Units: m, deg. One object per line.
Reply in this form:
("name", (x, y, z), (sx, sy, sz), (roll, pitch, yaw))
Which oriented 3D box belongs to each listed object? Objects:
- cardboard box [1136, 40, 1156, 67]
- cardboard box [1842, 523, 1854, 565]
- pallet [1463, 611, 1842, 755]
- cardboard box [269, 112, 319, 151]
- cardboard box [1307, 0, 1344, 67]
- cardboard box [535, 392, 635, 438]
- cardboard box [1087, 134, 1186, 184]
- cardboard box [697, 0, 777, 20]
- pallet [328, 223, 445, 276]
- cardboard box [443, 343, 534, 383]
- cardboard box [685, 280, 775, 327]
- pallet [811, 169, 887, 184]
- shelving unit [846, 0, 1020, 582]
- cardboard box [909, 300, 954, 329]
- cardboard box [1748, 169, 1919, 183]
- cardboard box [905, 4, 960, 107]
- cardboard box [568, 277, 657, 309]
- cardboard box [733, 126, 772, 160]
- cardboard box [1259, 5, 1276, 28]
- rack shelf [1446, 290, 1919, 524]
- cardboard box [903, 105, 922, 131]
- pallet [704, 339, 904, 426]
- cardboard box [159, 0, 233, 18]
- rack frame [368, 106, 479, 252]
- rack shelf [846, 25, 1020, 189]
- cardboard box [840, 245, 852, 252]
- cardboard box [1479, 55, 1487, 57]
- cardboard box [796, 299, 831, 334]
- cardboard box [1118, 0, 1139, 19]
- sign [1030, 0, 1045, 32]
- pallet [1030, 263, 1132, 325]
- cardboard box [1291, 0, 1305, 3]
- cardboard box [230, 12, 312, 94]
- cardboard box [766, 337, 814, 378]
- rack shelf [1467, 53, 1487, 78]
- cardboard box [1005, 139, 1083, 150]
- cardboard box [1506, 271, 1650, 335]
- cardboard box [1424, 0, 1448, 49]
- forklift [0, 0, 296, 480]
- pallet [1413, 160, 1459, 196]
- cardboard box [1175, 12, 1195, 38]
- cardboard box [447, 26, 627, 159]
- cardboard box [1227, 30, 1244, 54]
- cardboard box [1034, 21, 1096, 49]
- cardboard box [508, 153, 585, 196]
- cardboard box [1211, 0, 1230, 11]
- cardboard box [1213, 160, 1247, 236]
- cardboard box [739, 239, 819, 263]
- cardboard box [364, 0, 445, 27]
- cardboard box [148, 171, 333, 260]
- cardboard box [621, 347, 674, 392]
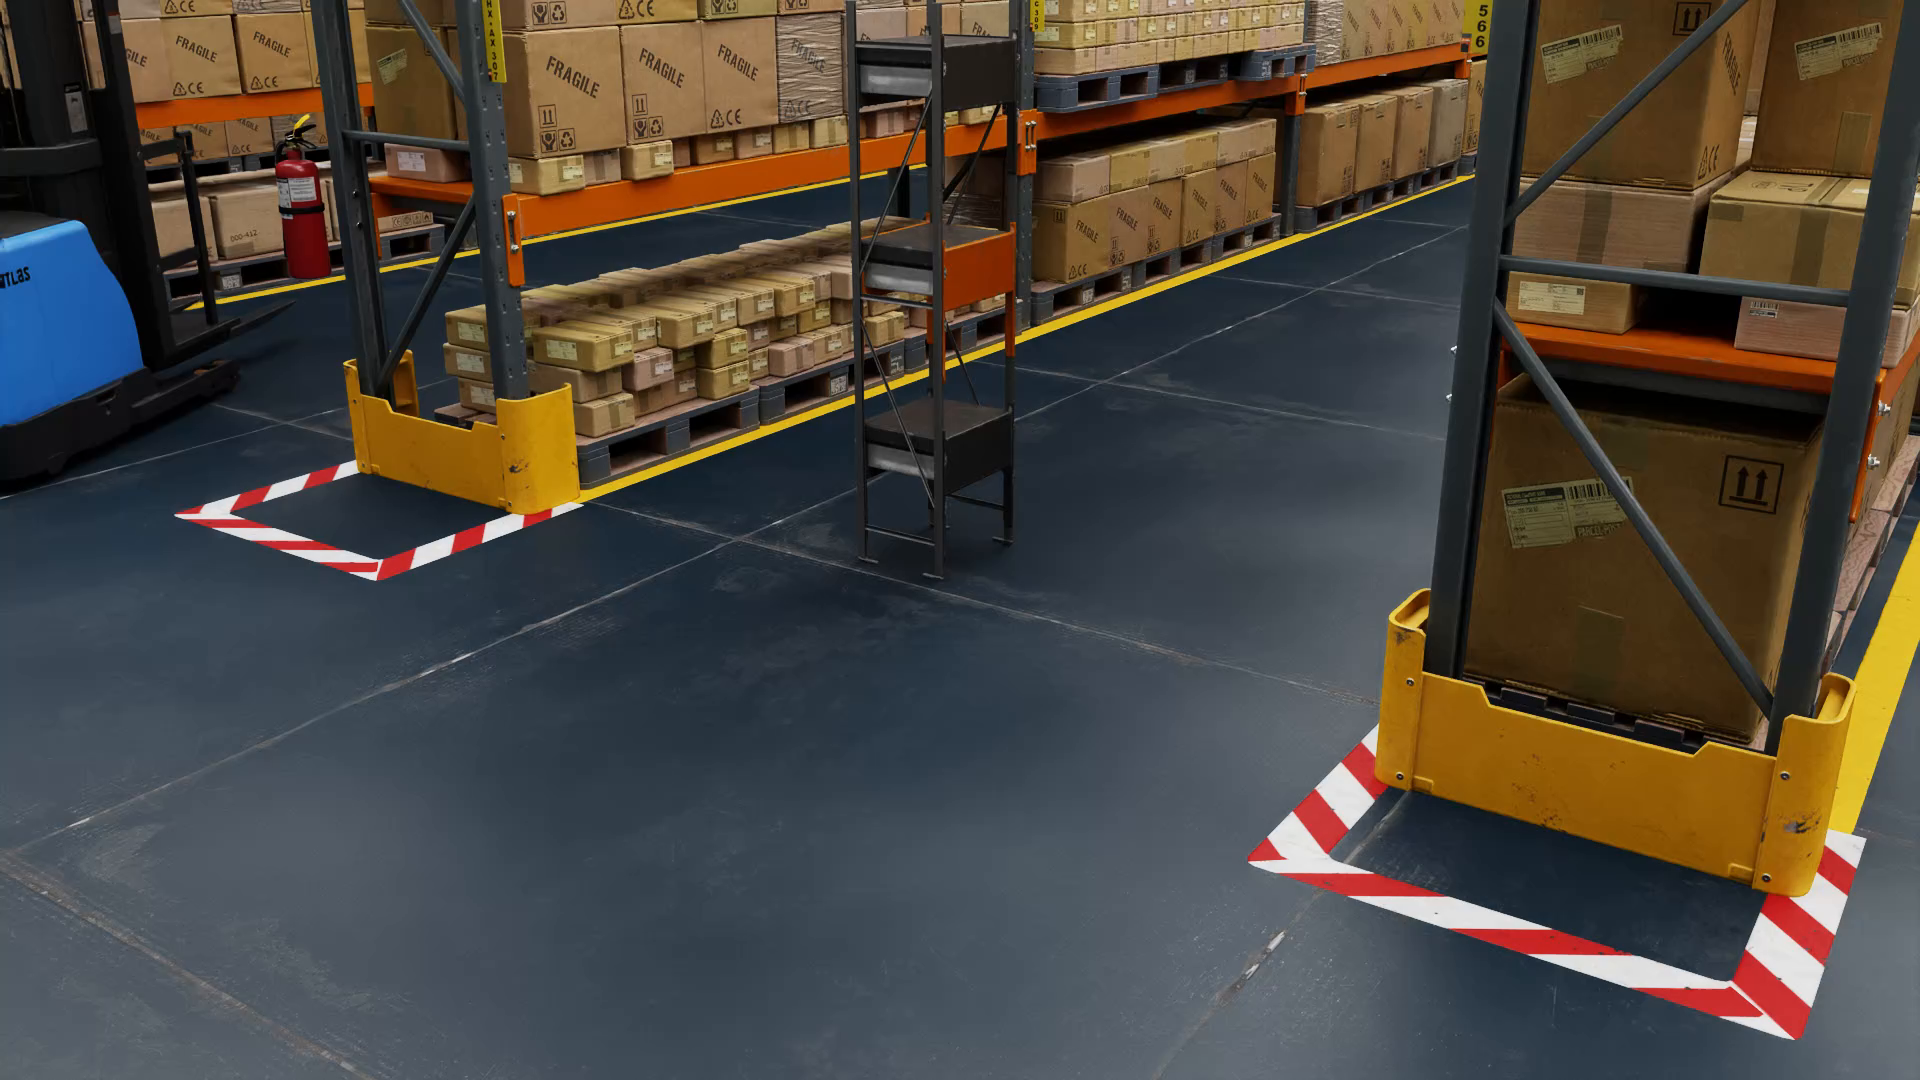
("cardboard box", (1.028, -3.118, 10.627), (0.380, 0.149, 0.250), (14, 24, 32))
("cardboard box", (2.591, -0.309, 5.733), (0.875, 0.875, 0.875), (13, 24, 32))
("pallet", (2.171, 0.415, 5.338), (1.003, 0.211, 1.213), (13, 24, 32))
("cardboard box", (-6.939, -4.259, 16.954), (0.500, 0.500, 0.500), (12, 24, 30))
("cardboard box", (2.713, -4.063, 13.280), (0.500, 0.500, 0.500), (14, 24, 32))
("cardboard box", (-1.700, -0.592, 7.546), (0.380, 0.149, 0.250), (14, 24, 33))
("cardboard box", (1.211, -2.627, 11.461), (0.500, 0.250, 0.500), (14, 25, 34))
("cardboard box", (-1.198, -2.668, 7.639), (0.500, 0.500, 0.500), (13, 24, 31))
("pallet", (-4.654, -2.218, 12.456), (1.003, 0.211, 1.213), (13, 24, 32))
("cardboard box", (-2.199, -0.851, 7.816), (0.380, 0.149, 0.250), (13, 24, 30))
("cardboard box", (-1.146, -1.182, 8.283), (0.380, 0.149, 0.250), (14, 25, 34))
("pallet", (-1.473, -3.792, 16.712), (1.003, 0.211, 1.213), (13, 24, 32))
("shelving unit", (-0.093, -0.937, 6.272), (0.431, 2.100, 0.503), (13, 24, 32))
("cardboard box", (-0.260, -1.326, 9.530), (0.380, 0.149, 0.250), (12, 24, 30))
("cardboard box", (2.566, -0.953, 4.804), (0.500, 0.250, 0.500), (13, 24, 31))
("cardboard box", (-0.342, -2.636, 8.994), (0.500, 0.500, 0.500), (13, 24, 30))
("cardboard box", (-1.744, -1.206, 8.349), (0.380, 0.149, 0.250), (12, 24, 30))
("cardboard box", (-1.135, -1.943, 8.055), (0.380, 0.149, 0.250), (13, 24, 31))
("cardboard box", (2.042, -3.775, 11.974), (0.380, 0.149, 0.250), (14, 24, 33))
("rack shelf", (2.910, -0.884, 5.869), (1.077, 0.370, 4.000), (13, 24, 32))
("cardboard box", (-0.434, -2.326, 9.091), (0.380, 0.149, 0.250), (13, 24, 30))
("pallet", (-1.044, -0.933, 8.983), (1.003, 0.211, 1.213), (13, 24, 32))
("cardboard box", (-5.058, -3.621, 10.644), (0.500, 0.500, 0.500), (13, 24, 32))
("rack frame", (-4.162, -3.728, 12.520), (1.000, 3.000, 0.127), (13, 24, 32))
("rack shelf", (-0.093, -1.581, 6.034), (0.431, 0.518, 0.480), (13, 24, 32))
("cardboard box", (-0.451, -1.565, 9.318), (0.380, 0.149, 0.250), (14, 25, 34))
("cardboard box", (5.401, -4.714, 17.642), (0.875, 0.875, 0.875), (13, 24, 32))
("cardboard box", (-0.905, -1.208, 8.781), (0.380, 0.149, 0.250), (15, 25, 34))
("cardboard box", (0.889, -3.328, 10.337), (0.380, 0.149, 0.250), (14, 24, 32))
("sign", (0.442, -3.094, 9.559), (0.100, 0.325, 0.005), (13, 24, 32))
("pallet", (0.426, -1.708, 11.078), (1.003, 0.211, 1.213), (13, 24, 32))
("cardboard box", (2.341, -4.068, 12.337), (0.380, 0.149, 0.250), (12, 24, 30))
("cardboard box", (-4.766, -3.296, 11.209), (0.500, 0.500, 0.500), (13, 24, 31))
("cardboard box", (-0.976, -0.954, 8.524), (0.380, 0.149, 0.250), (12, 23, 29))
("rack shelf", (5.610, -5.324, 17.871), (1.077, 0.370, 4.000), (13, 24, 32))
("cardboard box", (0.499, -2.576, 11.322), (0.500, 0.250, 0.500), (15, 25, 34))
("cardboard box", (1.714, -0.697, 4.686), (0.380, 0.149, 0.250), (14, 24, 33))
("cardboard box", (4.130, -4.787, 15.240), (0.500, 0.500, 0.500), (13, 24, 31))
("forklift", (-4.478, -2.105, 8.232), (1.130, 2.935, 3.031), (2, 20, 5))
("pallet", (4.115, -3.543, 16.040), (1.003, 0.211, 1.213), (13, 24, 32))
("cardboard box", (1.324, -3.411, 10.992), (0.380, 0.149, 0.250), (13, 24, 31))
("cardboard box", (-1.779, -1.906, 7.020), (0.500, 0.500, 0.500), (15, 25, 34))
("cardboard box", (1.762, -3.494, 11.645), (0.380, 0.149, 0.250), (12, 23, 29))
("cardboard box", (0.591, -3.034, 9.971), (0.380, 0.149, 0.250), (14, 24, 33))
("cardboard box", (-1.806, -1.555, 7.008), (0.380, 0.149, 0.250), (13, 24, 31))
("cardboard box", (1.613, -3.697, 11.336), (0.380, 0.149, 0.250), (15, 25, 34))
("cardboard box", (1.789, -2.576, 12.404), (0.500, 0.500, 0.500), (14, 25, 34))
("cardboard box", (-1.020, -1.586, 9.376), (0.380, 0.149, 0.250), (14, 24, 33))
("cardboard box", (-2.208, -2.479, 7.130), (0.500, 0.500, 0.500), (13, 24, 31))
("cardboard box", (-5.106, -2.307, 11.767), (0.875, 0.438, 0.875), (12, 24, 30))
("cardboard box", (-1.552, -0.811, 7.710), (0.380, 0.149, 0.250), (13, 24, 32))
